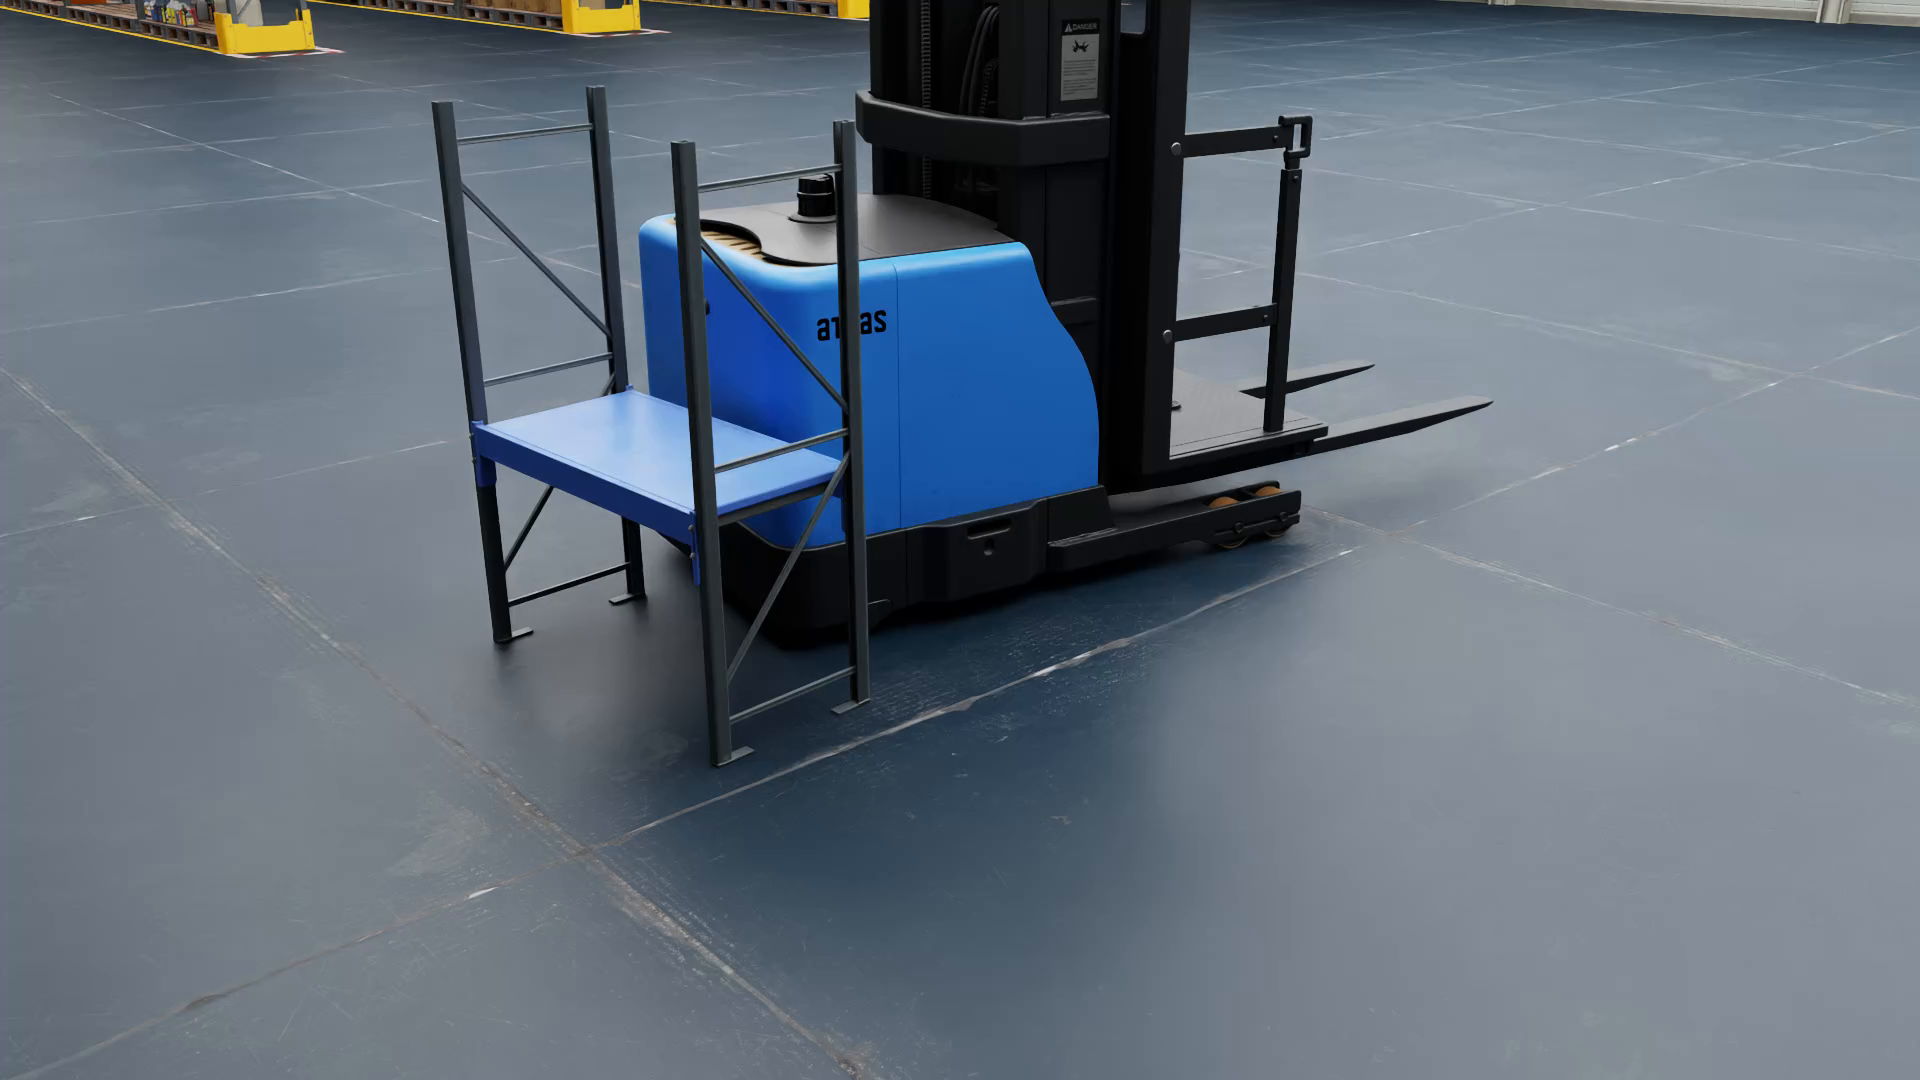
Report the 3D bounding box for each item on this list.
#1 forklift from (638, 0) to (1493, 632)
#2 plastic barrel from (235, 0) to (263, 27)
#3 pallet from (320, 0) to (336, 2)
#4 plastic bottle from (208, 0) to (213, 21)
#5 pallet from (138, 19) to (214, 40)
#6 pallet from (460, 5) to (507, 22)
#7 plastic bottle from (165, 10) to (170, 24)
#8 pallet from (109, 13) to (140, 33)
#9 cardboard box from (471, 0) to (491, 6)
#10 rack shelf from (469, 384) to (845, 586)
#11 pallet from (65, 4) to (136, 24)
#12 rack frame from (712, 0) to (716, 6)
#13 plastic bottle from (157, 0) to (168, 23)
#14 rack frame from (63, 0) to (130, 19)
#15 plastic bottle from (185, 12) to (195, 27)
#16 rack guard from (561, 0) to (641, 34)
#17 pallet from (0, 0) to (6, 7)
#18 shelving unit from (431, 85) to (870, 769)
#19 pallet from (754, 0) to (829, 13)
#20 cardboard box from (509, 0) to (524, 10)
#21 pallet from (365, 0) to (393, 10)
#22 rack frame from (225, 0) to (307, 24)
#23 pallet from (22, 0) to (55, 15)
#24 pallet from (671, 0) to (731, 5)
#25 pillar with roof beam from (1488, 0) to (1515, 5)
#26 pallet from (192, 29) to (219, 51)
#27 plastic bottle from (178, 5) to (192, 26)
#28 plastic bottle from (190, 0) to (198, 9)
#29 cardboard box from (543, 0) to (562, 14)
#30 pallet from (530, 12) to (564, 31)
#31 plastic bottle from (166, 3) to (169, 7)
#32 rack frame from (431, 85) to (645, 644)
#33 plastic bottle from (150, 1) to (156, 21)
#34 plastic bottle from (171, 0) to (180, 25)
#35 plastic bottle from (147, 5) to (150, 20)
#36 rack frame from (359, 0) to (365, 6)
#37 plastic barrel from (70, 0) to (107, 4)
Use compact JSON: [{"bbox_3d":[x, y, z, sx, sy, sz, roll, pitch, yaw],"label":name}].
[{"bbox_3d":[0.531,-1.486,5.259,3.031,2.935,1.130,-13,25,-30],"label":"forklift"},{"bbox_3d":[-9.584,-7.079,22.281,0.421,0.512,0.421,0,21,0],"label":"plastic barrel"},{"bbox_3d":[-11.816,-10.542,32.110,1.003,0.211,1.213,-17,27,-37],"label":"pallet"},{"bbox_3d":[-10.794,-7.641,24.000,0.061,0.283,0.133,-17,27,-37],"label":"plastic bottle"},{"bbox_3d":[-11.301,-7.490,24.317,1.003,0.211,1.213,-17,27,-37],"label":"pallet"},{"bbox_3d":[-7.490,-8.687,27.374,1.003,0.211,1.213,-17,27,-37],"label":"pallet"},{"bbox_3d":[-11.205,-7.428,23.569,0.097,0.201,0.097,0,21,0],"label":"plastic bottle"},{"bbox_3d":[-12.250,-7.893,25.346,1.003,0.211,1.213,-17,27,-37],"label":"pallet"},{"bbox_3d":[-7.725,-9.074,27.391,0.500,0.500,0.500,-18,28,-39],"label":"cardboard box"},{"bbox_3d":[-0.786,-0.172,4.359,1.000,0.185,0.538,20,29,41],"label":"rack shelf"},{"bbox_3d":[-13.842,-8.567,27.068,1.003,0.211,1.213,-17,27,-37],"label":"pallet"},{"bbox_3d":[-4.132,-11.315,30.261,1.000,3.000,0.127,-17,27,-37],"label":"rack frame"},{"bbox_3d":[-11.372,-7.581,23.756,0.144,0.351,0.185,-19,28,-40],"label":"plastic bottle"},{"bbox_3d":[-14.319,-10.089,27.129,1.000,3.000,0.127,-17,27,-37],"label":"rack frame"},{"bbox_3d":[-10.628,-7.183,22.945,0.097,0.201,0.097,0,21,0],"label":"plastic bottle"},{"bbox_3d":[-5.394,-7.915,25.006,1.175,0.500,0.348,-17,27,-37],"label":"rack guard"},{"bbox_3d":[-17.439,-10.089,30.954,1.003,0.211,1.213,-17,27,-37],"label":"pallet"},{"bbox_3d":[-0.786,-0.340,4.292,1.048,1.500,0.538,20,29,41],"label":"shelving unit"},{"bbox_3d":[-2.894,-9.451,29.325,1.003,0.211,1.213,-17,27,-37],"label":"pallet"},{"bbox_3d":[-6.880,-8.765,26.601,0.500,0.500,0.500,19,29,40],"label":"cardboard box"},{"bbox_3d":[-10.057,-9.753,30.096,1.003,0.211,1.213,-17,27,-37],"label":"pallet"},{"bbox_3d":[-9.097,-7.878,21.486,1.000,3.000,0.127,-17,27,-37],"label":"rack frame"},{"bbox_3d":[-15.657,-9.335,29.029,1.003,0.211,1.213,-17,27,-37],"label":"pallet"},{"bbox_3d":[-4.693,-10.212,31.268,1.003,0.211,1.213,-17,27,-37],"label":"pallet"},{"bbox_3d":[6.804,-13.117,26.635,9.100,9.000,0.400,-17,27,-37],"label":"pillar with roof beam"},{"bbox_3d":[-9.708,-6.816,22.596,1.003,0.211,1.213,-17,27,-37],"label":"pallet"},{"bbox_3d":[-10.771,-7.294,23.126,0.152,0.276,0.135,-17,27,-37],"label":"plastic bottle"},{"bbox_3d":[-11.178,-7.811,24.344,0.144,0.351,0.185,-17,27,-37],"label":"plastic bottle"},{"bbox_3d":[-6.156,-8.423,25.727,0.500,0.500,0.500,-10,23,-24],"label":"cardboard box"},{"bbox_3d":[-5.898,-8.013,25.653,1.003,0.211,1.213,-17,27,-37],"label":"pallet"},{"bbox_3d":[-11.248,-7.512,23.689,0.097,0.271,0.097,0,21,0],"label":"plastic bottle"},{"bbox_3d":[-1.146,-0.471,4.627,0.032,1.500,0.500,20,29,41],"label":"rack frame"},{"bbox_3d":[-11.600,-7.645,24.021,0.152,0.276,0.135,-16,27,-36],"label":"plastic bottle"},{"bbox_3d":[-10.973,-7.412,23.325,0.144,0.351,0.185,-16,27,-35],"label":"plastic bottle"},{"bbox_3d":[-11.765,-7.665,24.175,0.097,0.201,0.097,0,21,0],"label":"plastic bottle"},{"bbox_3d":[-10.566,-11.268,30.140,1.000,3.000,0.127,-17,27,-37],"label":"rack frame"},{"bbox_3d":[-14.651,-9.405,27.783,0.600,0.830,0.708,-17,27,-37],"label":"plastic barrel"}]
